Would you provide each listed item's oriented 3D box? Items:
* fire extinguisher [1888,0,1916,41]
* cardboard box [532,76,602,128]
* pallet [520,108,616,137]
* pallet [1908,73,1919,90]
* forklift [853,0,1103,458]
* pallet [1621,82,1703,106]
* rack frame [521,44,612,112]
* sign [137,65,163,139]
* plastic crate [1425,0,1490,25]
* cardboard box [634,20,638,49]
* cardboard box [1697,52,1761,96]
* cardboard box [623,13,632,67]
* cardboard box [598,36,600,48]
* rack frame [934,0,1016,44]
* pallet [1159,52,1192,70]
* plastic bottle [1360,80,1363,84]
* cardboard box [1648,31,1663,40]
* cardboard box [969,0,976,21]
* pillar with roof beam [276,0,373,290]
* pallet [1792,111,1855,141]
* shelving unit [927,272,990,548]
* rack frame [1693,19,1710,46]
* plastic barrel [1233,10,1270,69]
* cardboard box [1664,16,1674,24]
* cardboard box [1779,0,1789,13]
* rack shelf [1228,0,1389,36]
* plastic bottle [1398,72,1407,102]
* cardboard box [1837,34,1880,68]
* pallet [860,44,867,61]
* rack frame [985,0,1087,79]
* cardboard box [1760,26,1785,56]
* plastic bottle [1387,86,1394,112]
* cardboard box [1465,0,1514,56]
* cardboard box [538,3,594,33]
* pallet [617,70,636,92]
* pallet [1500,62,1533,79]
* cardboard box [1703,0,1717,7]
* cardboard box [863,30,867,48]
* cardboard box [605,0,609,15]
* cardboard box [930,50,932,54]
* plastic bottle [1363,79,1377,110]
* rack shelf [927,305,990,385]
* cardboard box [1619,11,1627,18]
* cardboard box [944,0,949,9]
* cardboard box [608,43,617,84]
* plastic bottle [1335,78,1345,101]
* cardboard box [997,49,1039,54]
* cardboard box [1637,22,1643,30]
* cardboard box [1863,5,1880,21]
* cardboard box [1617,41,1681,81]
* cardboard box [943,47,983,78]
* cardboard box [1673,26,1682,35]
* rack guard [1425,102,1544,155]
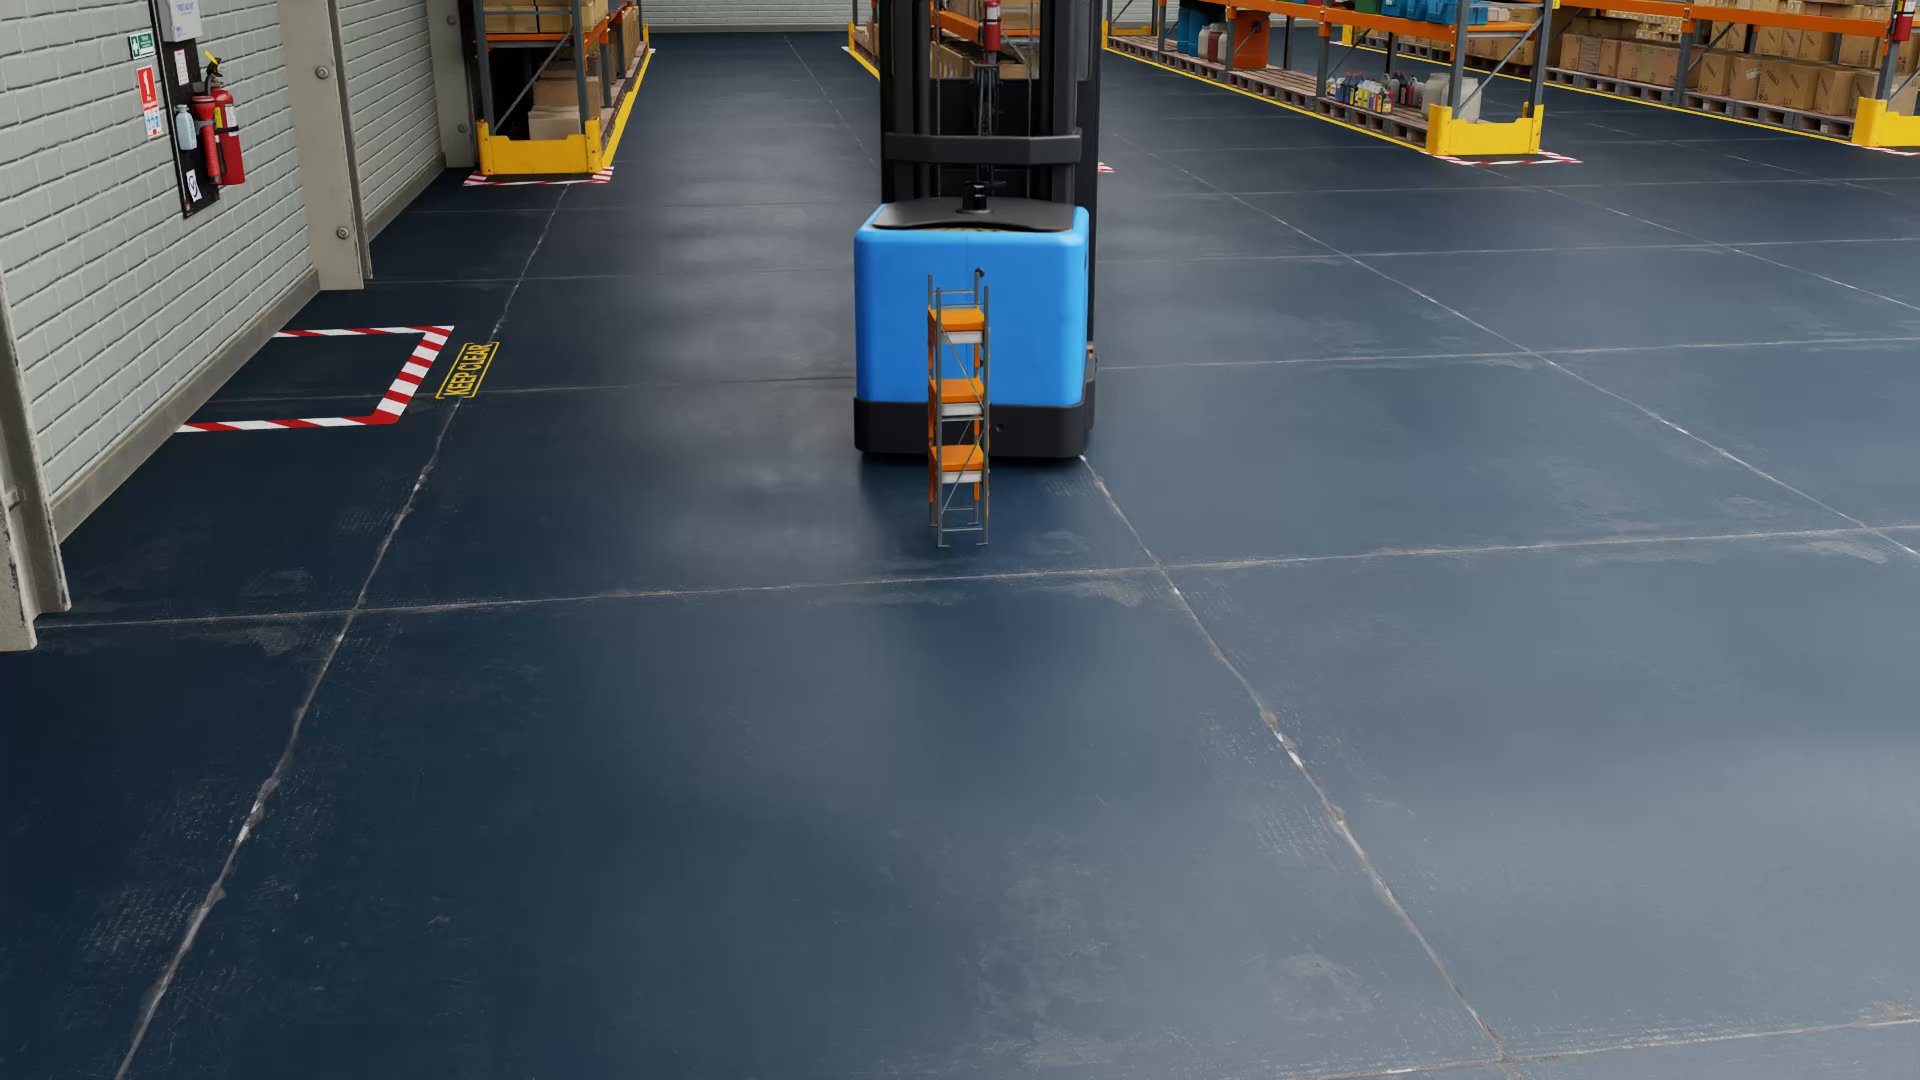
[{"bbox_3d":[10.124,-5.696,17.791,0.296,0.674,0.183,-3,21,-8],"label":"fire extinguisher"},{"bbox_3d":[-4.291,-4.779,18.169,0.700,0.500,0.500,-4,21,-11],"label":"cardboard box"},{"bbox_3d":[-4.587,-4.894,19.518,1.003,0.211,1.213,-3,21,-8],"label":"pallet"},{"bbox_3d":[14.544,-6.776,24.557,1.003,0.211,1.213,-3,21,-8],"label":"pallet"},{"bbox_3d":[0.172,-2.216,8.459,1.130,2.935,3.031,2,21,5],"label":"forklift"},{"bbox_3d":[9.873,-6.144,22.864,1.003,0.211,1.213,-3,21,-8],"label":"pallet"},{"bbox_3d":[-4.718,-6.431,19.648,1.000,3.000,0.127,-3,21,-8],"label":"rack frame"},{"bbox_3d":[-3.938,-2.130,8.081,0.001,0.329,0.234,-3,21,-8],"label":"sign"},{"bbox_3d":[5.294,-5.634,17.727,0.499,0.251,0.616,-3,21,-8],"label":"plastic crate"},{"bbox_3d":[-6.019,-8.843,29.077,0.700,0.500,0.500,-2,21,-6],"label":"cardboard box"},{"bbox_3d":[10.004,-6.066,21.642,0.500,0.500,0.500,-4,21,-9],"label":"cardboard box"},{"bbox_3d":[-5.391,-7.570,25.171,0.750,0.750,0.750,-3,21,-8],"label":"cardboard box"},{"bbox_3d":[-5.119,-6.755,22.388,0.500,0.250,0.500,-3,21,-7],"label":"cardboard box"},{"bbox_3d":[0.183,-6.682,20.320,1.000,3.000,0.127,-3,21,-8],"label":"rack frame"},{"bbox_3d":[4.002,-8.125,28.168,1.003,0.211,1.213,-3,21,-8],"label":"pallet"},{"bbox_3d":[4.931,-5.514,20.463,0.097,0.271,0.097,0,20,0],"label":"plastic bottle"},{"bbox_3d":[13.213,-9.504,31.349,0.380,0.149,0.250,-3,21,-8],"label":"cardboard box"},{"bbox_3d":[0.479,-6.042,18.464,0.700,0.500,0.500,-2,21,-6],"label":"cardboard box"},{"bbox_3d":[0.026,-6.195,10.441,9.100,9.000,0.400,-3,21,-8],"label":"pillar with roof beam"},{"bbox_3d":[10.470,-4.799,19.262,1.003,0.211,1.213,-3,21,-8],"label":"pallet"},{"bbox_3d":[-0.008,-0.510,6.582,0.215,1.050,0.252,-3,21,-8],"label":"shelving unit"},{"bbox_3d":[13.756,-10.166,29.646,1.000,3.000,0.127,-3,21,-8],"label":"rack frame"},{"bbox_3d":[4.421,-7.664,25.451,0.600,0.830,0.708,-3,21,-8],"label":"plastic barrel"},{"bbox_3d":[13.368,-9.682,30.975,0.380,0.149,0.250,-2,21,-6],"label":"cardboard box"},{"bbox_3d":[10.030,-6.370,19.844,0.380,0.149,0.250,-3,21,-8],"label":"cardboard box"},{"bbox_3d":[4.797,-7.286,22.965,1.077,0.370,4.000,-3,21,-8],"label":"rack shelf"},{"bbox_3d":[5.491,-5.621,20.636,0.144,0.351,0.185,-4,21,-10],"label":"plastic bottle"},{"bbox_3d":[14.331,-7.708,25.682,1.050,0.750,0.750,-3,21,-8],"label":"cardboard box"},{"bbox_3d":[-1.247,-8.807,29.994,1.003,0.211,1.213,-3,21,-8],"label":"pallet"},{"bbox_3d":[0.760,-5.297,16.612,1.000,3.000,0.127,-3,21,-8],"label":"rack frame"},{"bbox_3d":[13.816,-8.383,27.847,0.500,0.500,0.500,-4,21,-10],"label":"cardboard box"},{"bbox_3d":[5.059,-5.187,19.571,0.061,0.283,0.133,-3,21,-8],"label":"plastic bottle"},{"bbox_3d":[9.075,-8.622,27.950,1.225,0.875,0.875,-4,21,-10],"label":"cardboard box"},{"bbox_3d":[-3.898,-5.170,16.458,0.500,0.250,0.500,-4,21,-9],"label":"cardboard box"},{"bbox_3d":[-5.334,-6.786,24.585,1.003,0.211,1.213,-3,21,-8],"label":"pallet"},{"bbox_3d":[9.371,-7.536,26.591,1.003,0.211,1.213,-3,21,-8],"label":"pallet"},{"bbox_3d":[9.743,-6.886,21.225,0.380,0.149,0.250,-3,21,-8],"label":"cardboard box"},{"bbox_3d":[-1.441,-8.841,29.315,0.500,0.311,0.500,-3,21,-8],"label":"cardboard box"},{"bbox_3d":[-4.350,-6.221,19.272,0.500,0.250,0.500,-3,21,-8],"label":"cardboard box"},{"bbox_3d":[-0.240,-6.159,21.448,0.500,0.311,0.500,-2,21,-6],"label":"cardboard box"},{"bbox_3d":[4.906,-5.319,19.826,0.144,0.351,0.185,-2,21,-6],"label":"plastic bottle"},{"bbox_3d":[-0.008,-0.766,6.486,0.215,0.259,0.240,-3,21,-8],"label":"rack shelf"},{"bbox_3d":[13.105,-10.227,32.435,0.380,0.149,0.250,-4,21,-10],"label":"cardboard box"},{"bbox_3d":[0.069,-6.780,20.797,0.500,0.250,0.500,-2,21,-4],"label":"cardboard box"},{"bbox_3d":[-5.140,-6.604,23.056,0.700,0.500,0.500,-3,21,-7],"label":"cardboard box"},{"bbox_3d":[4.771,-5.618,20.734,0.152,0.276,0.135,-2,21,-6],"label":"plastic bottle"},{"bbox_3d":[0.689,-5.274,18.806,0.500,0.500,0.500,-3,21,-8],"label":"cardboard box"},{"bbox_3d":[13.249,-9.906,32.000,0.380,0.149,0.250,-2,21,-5],"label":"cardboard box"},{"bbox_3d":[10.282,-5.853,18.458,0.380,0.149,0.250,-3,21,-8],"label":"cardboard box"},{"bbox_3d":[9.788,-6.789,23.550,0.700,0.500,0.500,-5,21,-12],"label":"cardboard box"},{"bbox_3d":[0.084,-5.420,19.197,0.500,0.500,0.500,-3,21,-8],"label":"cardboard box"},{"bbox_3d":[13.345,-9.352,30.518,0.380,0.149,0.250,-4,21,-10],"label":"cardboard box"},{"bbox_3d":[5.604,-4.399,17.779,1.175,0.500,0.348,-3,21,-8],"label":"rack guard"}]
